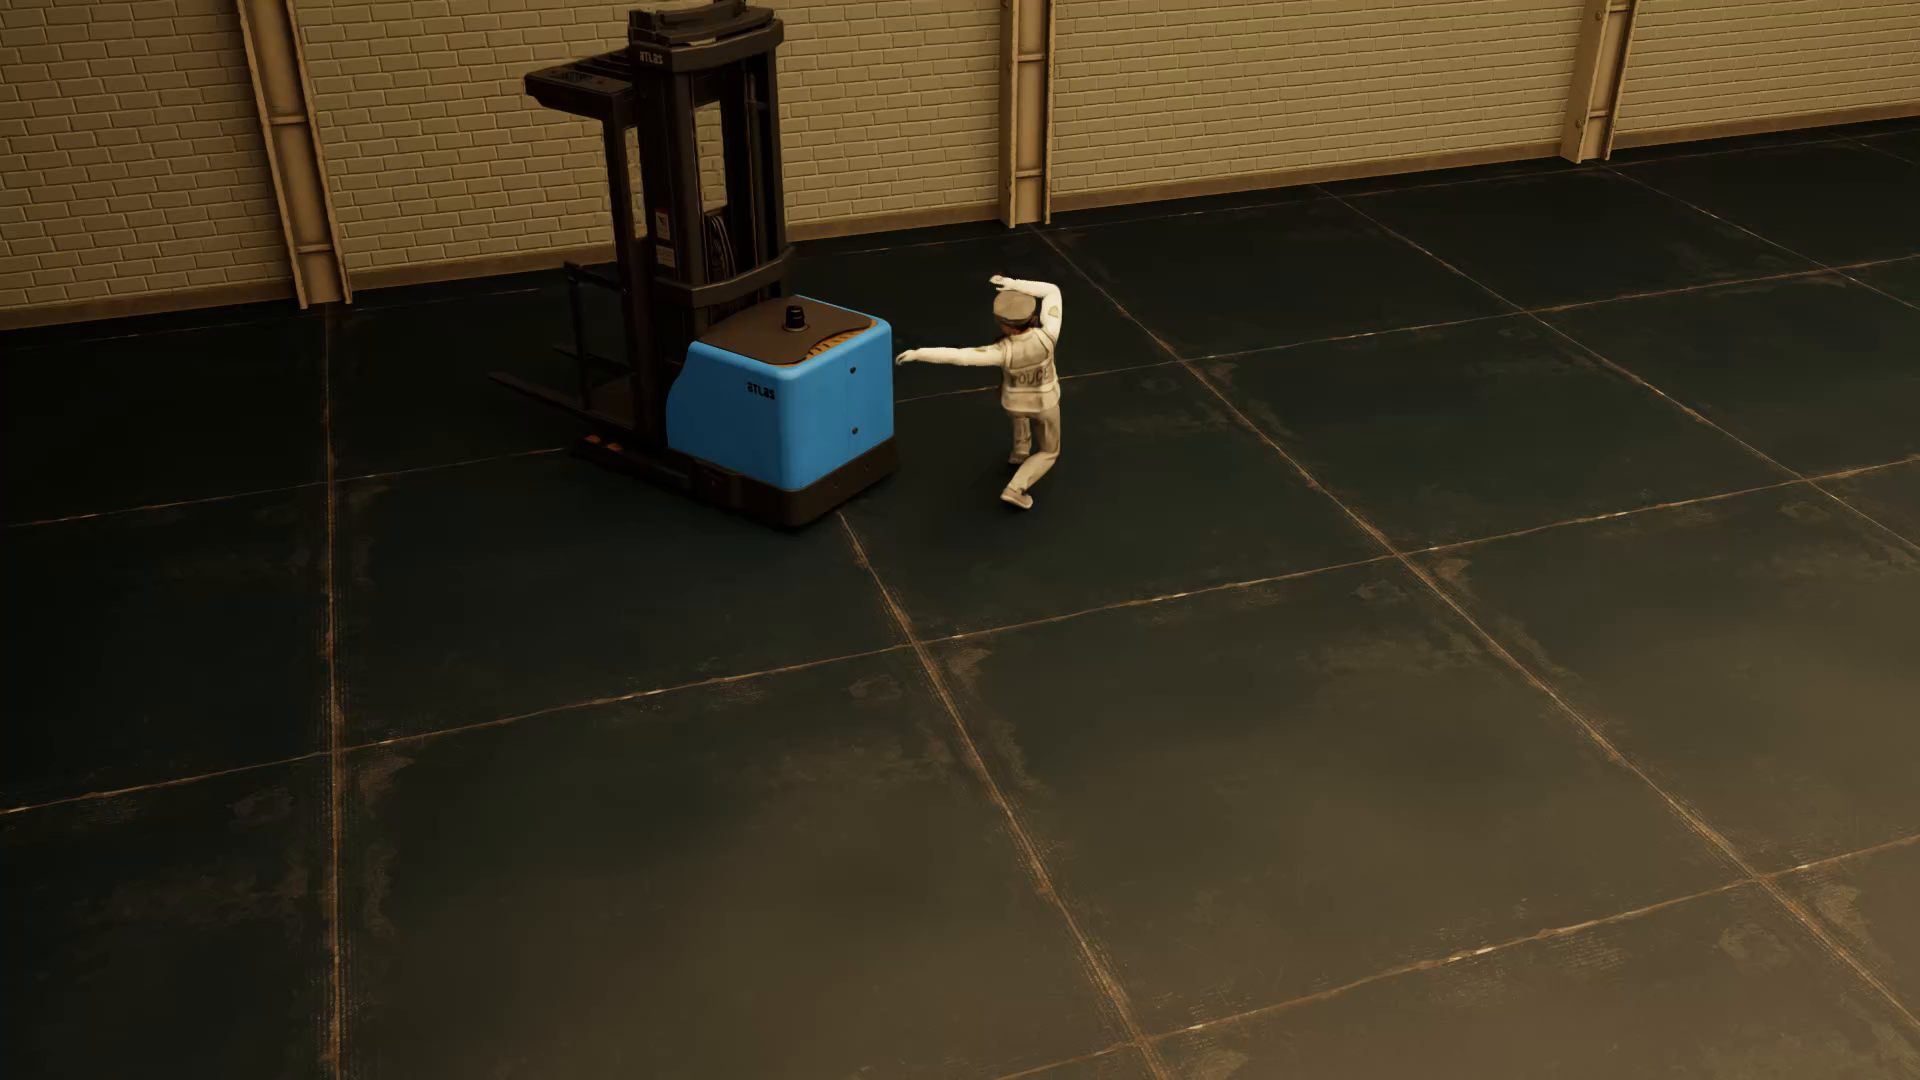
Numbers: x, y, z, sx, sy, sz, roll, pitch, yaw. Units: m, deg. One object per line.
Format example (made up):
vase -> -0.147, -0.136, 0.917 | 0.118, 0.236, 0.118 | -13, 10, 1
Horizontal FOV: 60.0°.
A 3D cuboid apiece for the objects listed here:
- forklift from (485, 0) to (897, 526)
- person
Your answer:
forklift -> -1.896, -1.926, 10.435 | 3.031, 2.935, 1.130 | 20, 35, 31
person -> 0.142, -0.961, 10.307 | 0.976, 1.429, 0.848 | 5, 30, 8
